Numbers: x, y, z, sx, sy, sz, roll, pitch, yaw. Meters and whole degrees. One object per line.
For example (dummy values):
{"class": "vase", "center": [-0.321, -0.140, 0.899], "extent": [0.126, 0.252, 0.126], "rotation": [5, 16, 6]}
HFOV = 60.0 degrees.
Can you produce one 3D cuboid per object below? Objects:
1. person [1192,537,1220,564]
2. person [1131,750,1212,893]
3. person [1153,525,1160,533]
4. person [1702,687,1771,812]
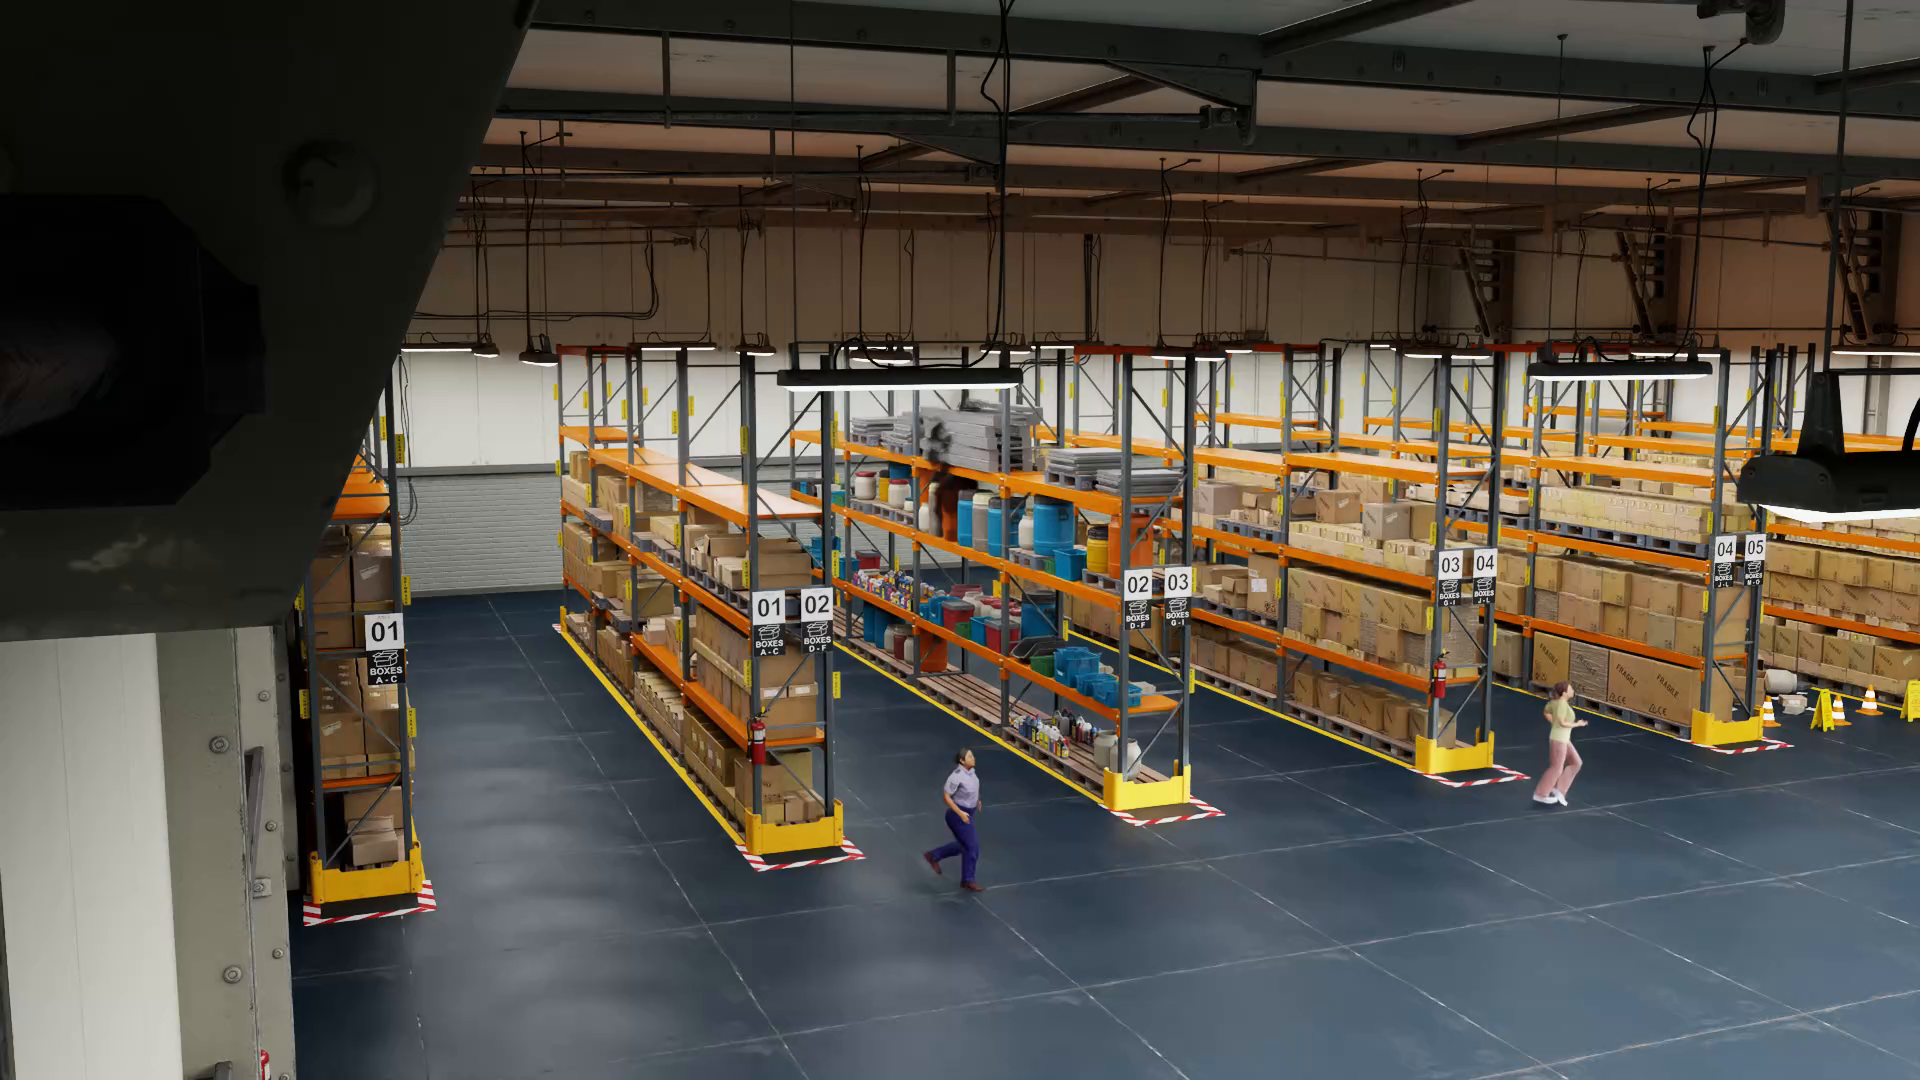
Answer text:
{"class": "person", "center": [5.514, 0.753, 37.093], "extent": [0.651, 1.784, 0.683], "rotation": [-2, 8, -19]}
{"class": "person", "center": [2.389, 3.172, 18.681], "extent": [0.894, 1.659, 0.608], "rotation": [1, 7, 10]}
{"class": "person", "center": [4.692, 0.398, 40.430], "extent": [0.651, 1.604, 0.876], "rotation": [4, 8, 26]}
{"class": "person", "center": [10.244, 2.745, 21.882], "extent": [0.910, 1.670, 0.587], "rotation": [1, 7, 10]}
